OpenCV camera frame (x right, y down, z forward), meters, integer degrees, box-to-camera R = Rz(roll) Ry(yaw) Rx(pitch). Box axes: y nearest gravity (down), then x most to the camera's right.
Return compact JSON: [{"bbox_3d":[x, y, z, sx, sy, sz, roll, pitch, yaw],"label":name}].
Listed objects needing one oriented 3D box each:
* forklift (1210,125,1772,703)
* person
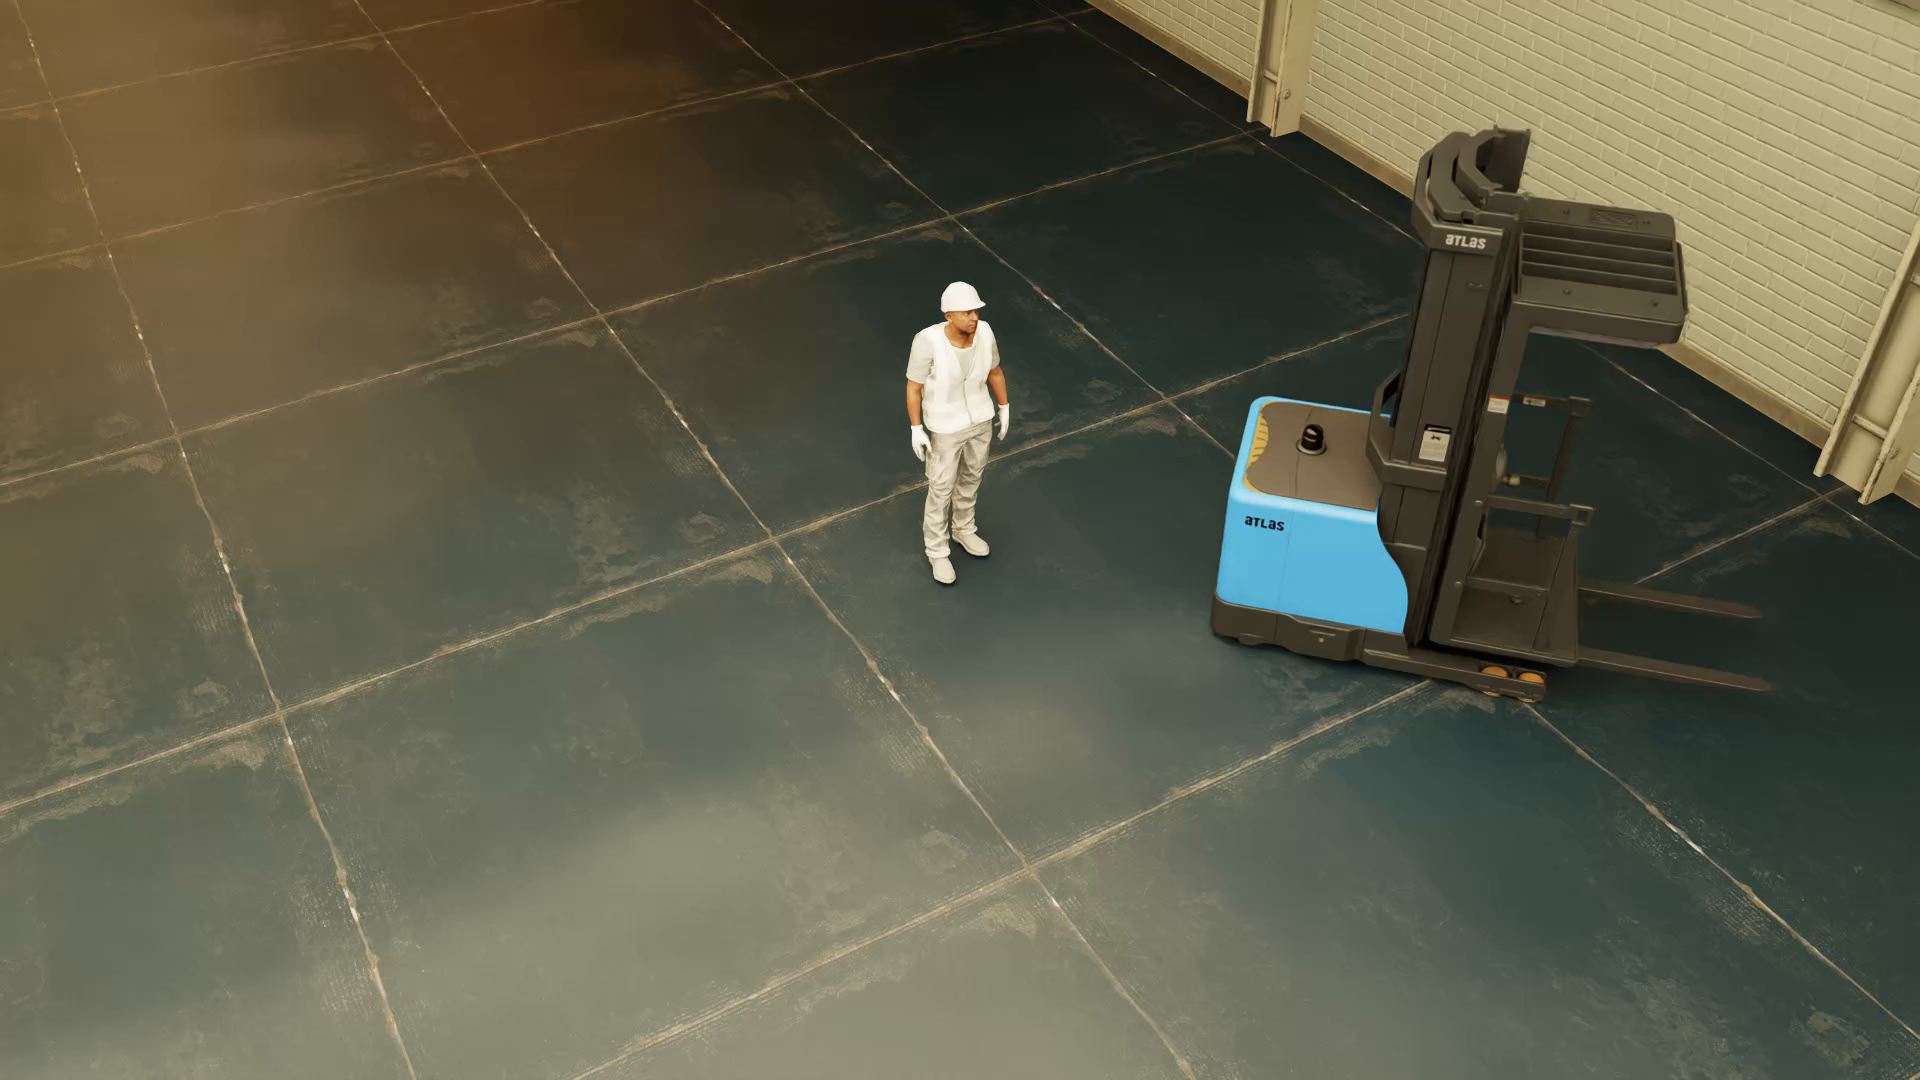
[{"bbox_3d":[3.024,-0.604,8.764,3.031,2.935,1.130,10,41,12],"label":"forklift"},{"bbox_3d":[0.029,-0.647,9.709,0.656,1.776,0.577,-20,44,-23],"label":"person"}]
